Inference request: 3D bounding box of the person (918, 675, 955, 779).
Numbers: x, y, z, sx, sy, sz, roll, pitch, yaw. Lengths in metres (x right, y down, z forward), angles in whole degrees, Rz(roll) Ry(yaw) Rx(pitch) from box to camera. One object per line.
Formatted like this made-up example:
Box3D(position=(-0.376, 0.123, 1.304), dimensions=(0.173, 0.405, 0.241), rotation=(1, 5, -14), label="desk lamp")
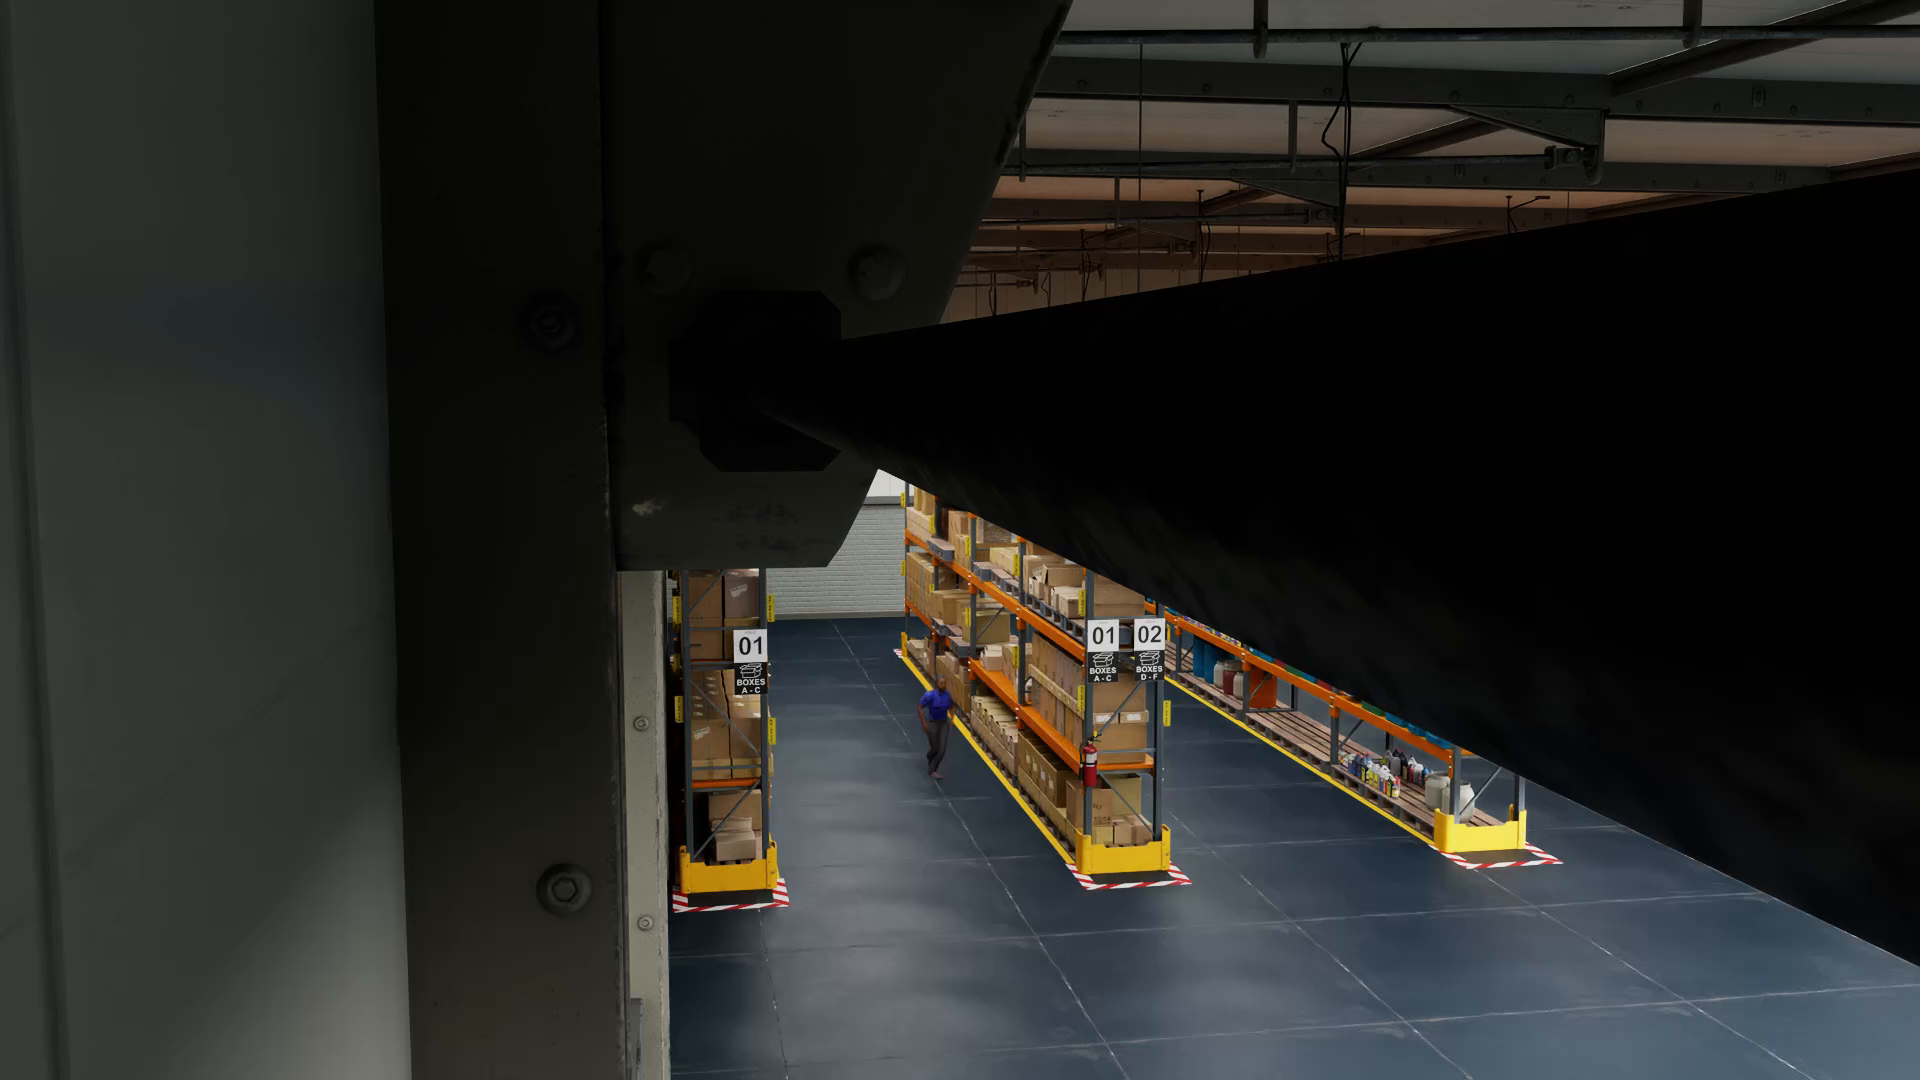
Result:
Box3D(position=(-0.381, 2.872, 25.763), dimensions=(0.619, 1.607, 0.581), rotation=(-3, 6, -24), label="person")
